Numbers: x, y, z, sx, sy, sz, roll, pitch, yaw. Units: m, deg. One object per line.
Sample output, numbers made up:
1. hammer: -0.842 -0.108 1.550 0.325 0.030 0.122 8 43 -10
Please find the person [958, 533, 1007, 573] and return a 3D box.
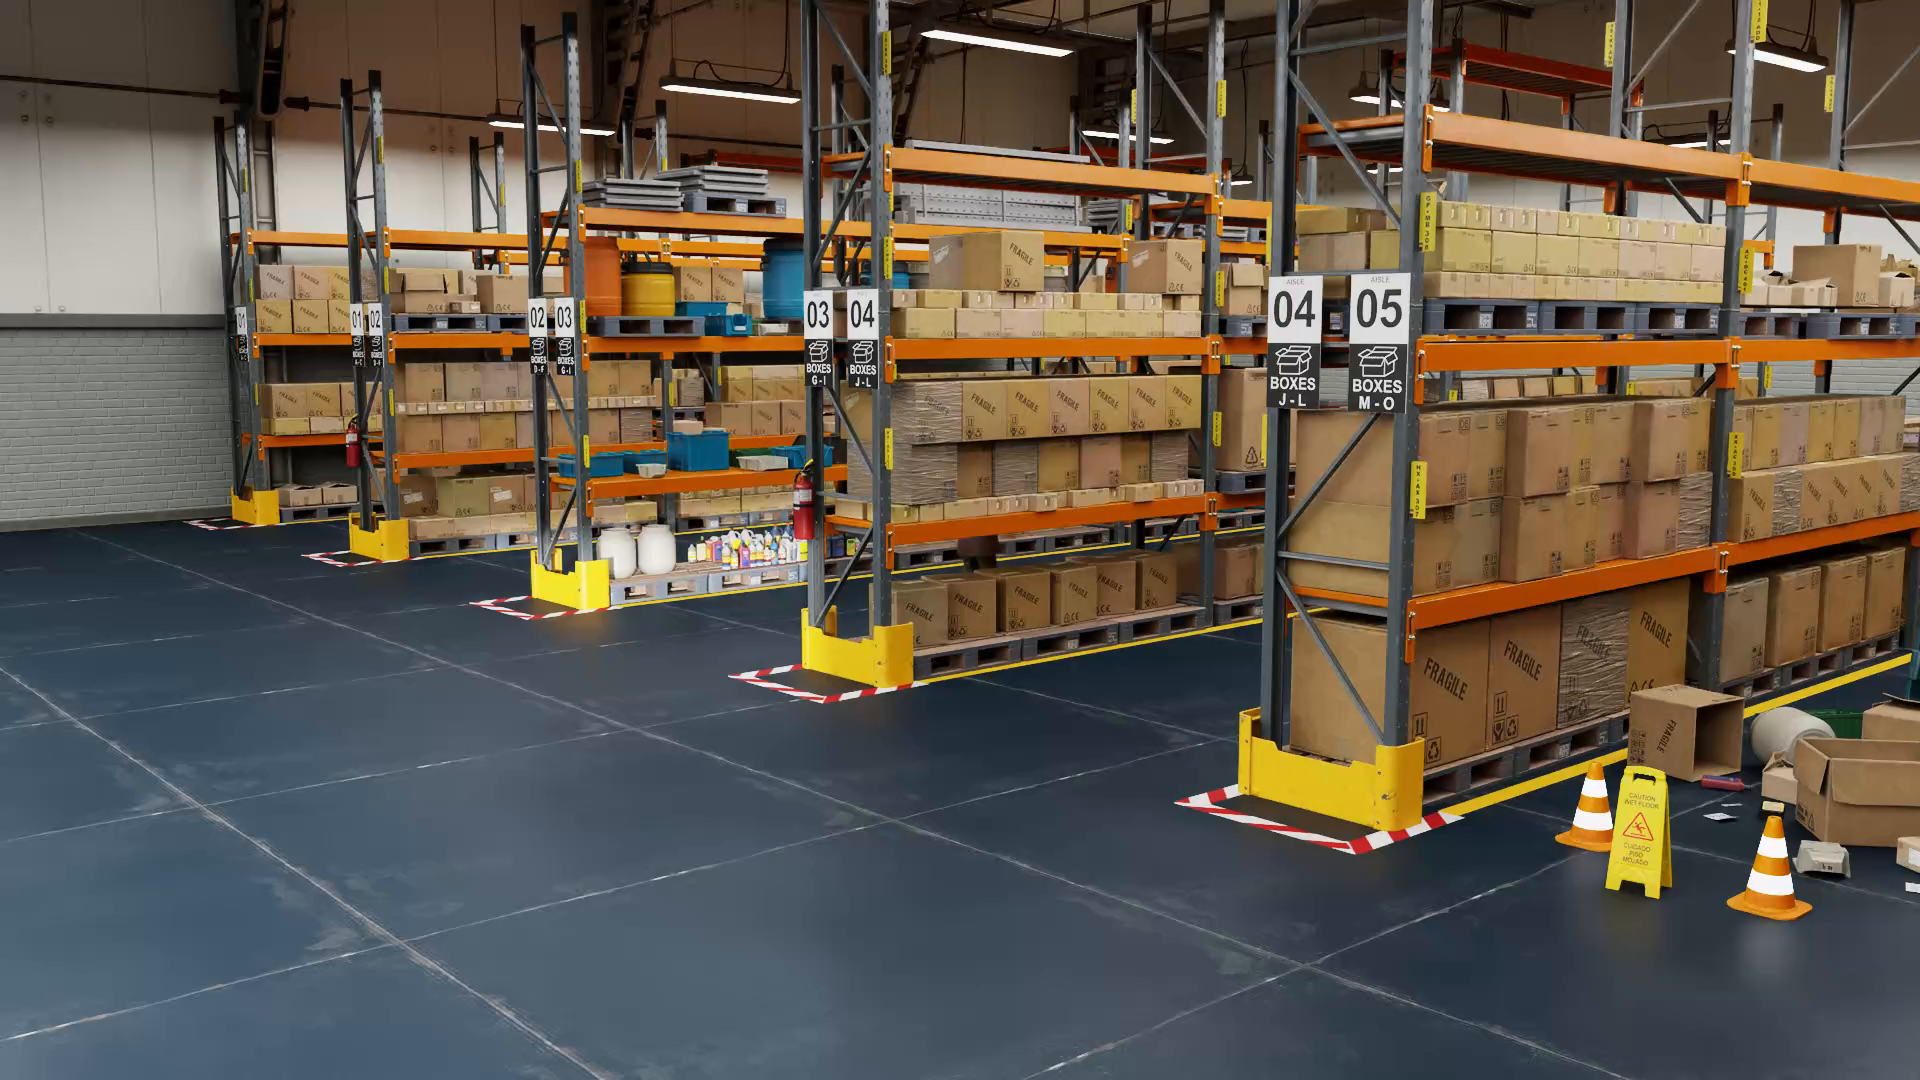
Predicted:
1. person: 0.222 -0.094 16.540 0.499 1.782 0.566 -6 10 -40
